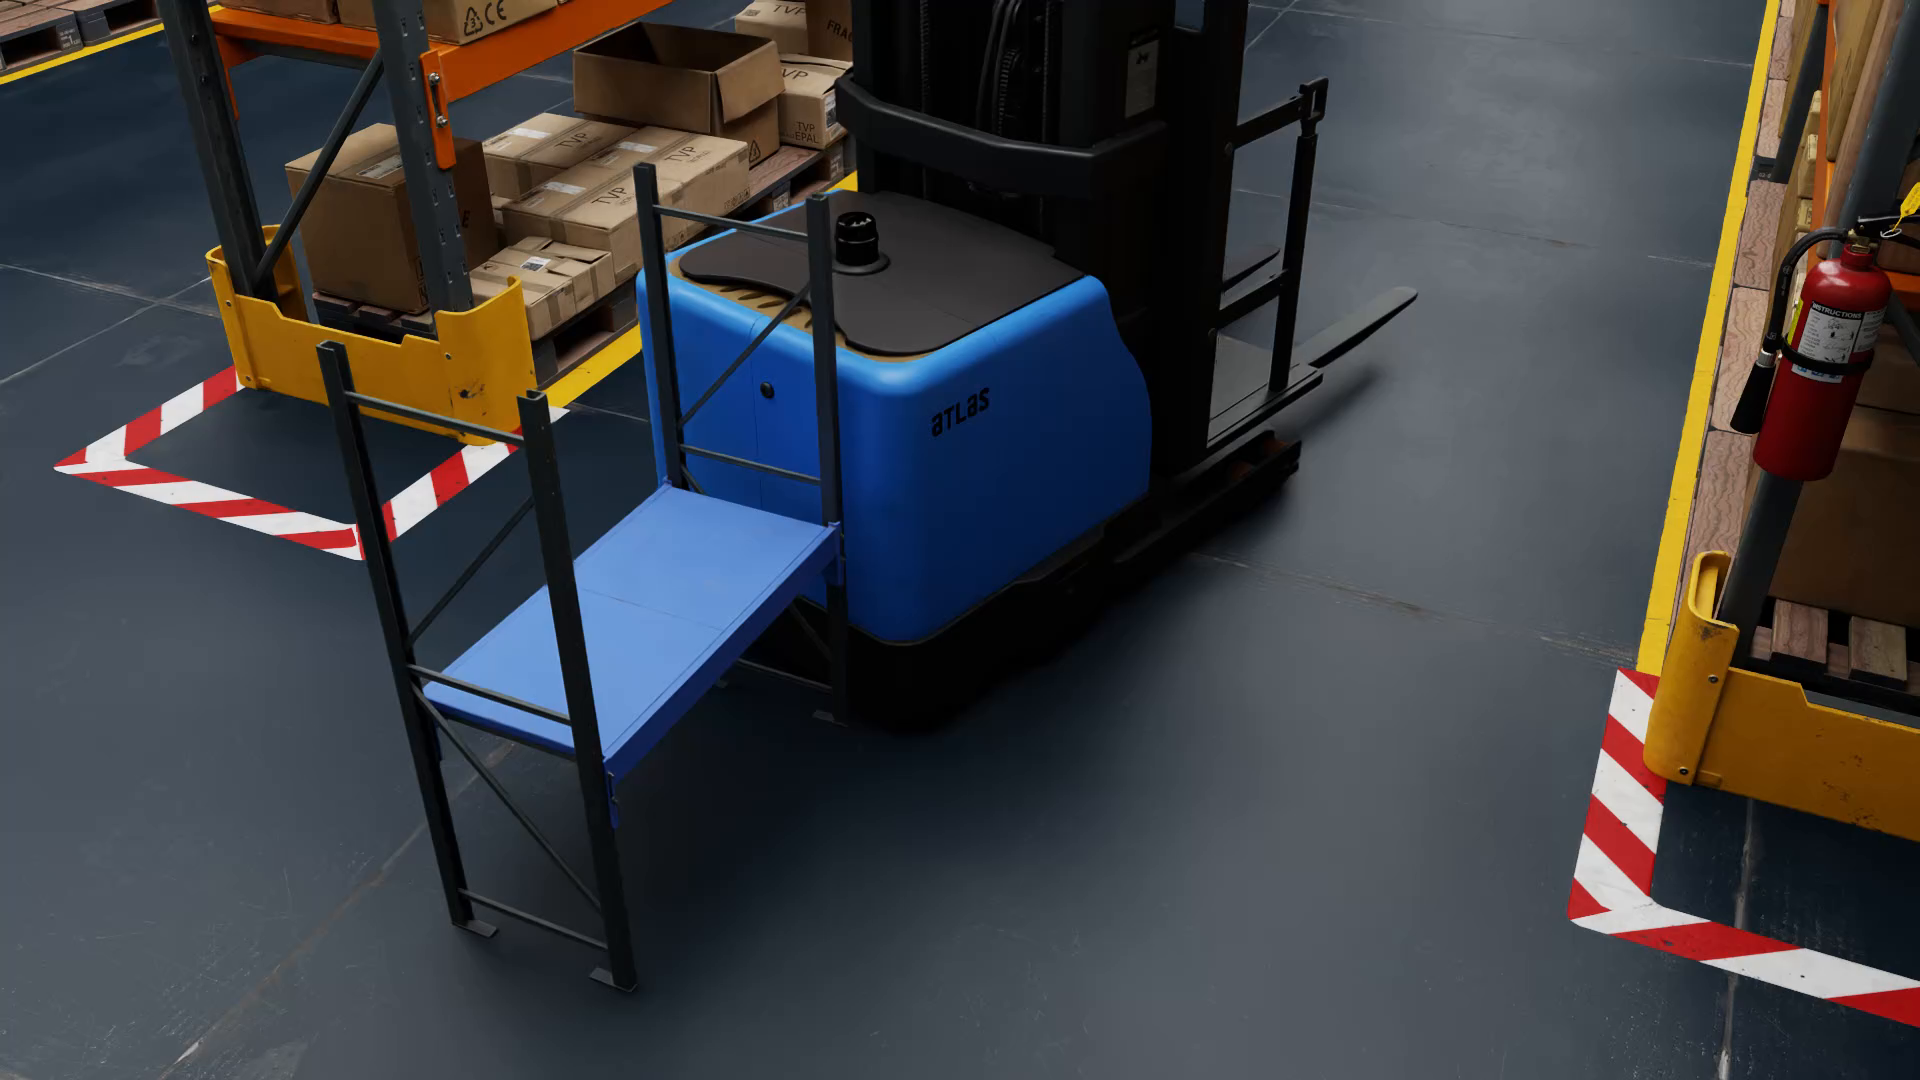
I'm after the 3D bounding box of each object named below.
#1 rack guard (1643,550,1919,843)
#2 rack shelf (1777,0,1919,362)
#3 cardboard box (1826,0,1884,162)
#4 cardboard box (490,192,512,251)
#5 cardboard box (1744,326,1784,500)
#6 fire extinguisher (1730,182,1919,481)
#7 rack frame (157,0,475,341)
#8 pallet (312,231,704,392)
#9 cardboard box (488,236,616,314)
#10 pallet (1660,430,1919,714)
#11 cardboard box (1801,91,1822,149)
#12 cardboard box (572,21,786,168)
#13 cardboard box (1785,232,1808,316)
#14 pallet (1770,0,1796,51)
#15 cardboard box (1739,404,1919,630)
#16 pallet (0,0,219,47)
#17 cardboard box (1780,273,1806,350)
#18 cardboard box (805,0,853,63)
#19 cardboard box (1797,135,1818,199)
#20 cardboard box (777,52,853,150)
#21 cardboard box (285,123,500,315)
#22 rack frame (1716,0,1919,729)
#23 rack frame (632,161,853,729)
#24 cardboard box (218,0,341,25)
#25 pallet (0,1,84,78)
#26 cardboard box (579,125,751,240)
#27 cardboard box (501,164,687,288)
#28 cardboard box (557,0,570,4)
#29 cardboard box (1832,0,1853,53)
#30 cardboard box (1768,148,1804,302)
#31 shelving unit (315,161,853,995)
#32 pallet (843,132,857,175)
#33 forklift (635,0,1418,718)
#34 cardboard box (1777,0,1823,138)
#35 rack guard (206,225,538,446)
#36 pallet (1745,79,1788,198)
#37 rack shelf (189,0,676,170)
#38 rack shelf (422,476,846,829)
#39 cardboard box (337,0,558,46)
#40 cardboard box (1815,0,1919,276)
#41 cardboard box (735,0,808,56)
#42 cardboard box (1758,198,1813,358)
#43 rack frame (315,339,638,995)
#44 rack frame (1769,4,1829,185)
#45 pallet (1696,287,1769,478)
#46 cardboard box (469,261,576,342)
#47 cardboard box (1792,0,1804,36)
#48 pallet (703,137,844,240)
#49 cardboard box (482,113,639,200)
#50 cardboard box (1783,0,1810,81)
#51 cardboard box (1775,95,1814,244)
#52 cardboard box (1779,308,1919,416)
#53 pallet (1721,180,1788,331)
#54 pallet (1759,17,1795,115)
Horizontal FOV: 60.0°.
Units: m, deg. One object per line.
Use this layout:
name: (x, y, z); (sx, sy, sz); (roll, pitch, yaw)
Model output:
rack guard: (2.374, 0.444, 4.117); (1.175, 0.500, 0.348); (14, 36, 20)
rack shelf: (3.221, -1.309, 5.166); (1.077, 0.370, 4.000); (14, 36, 20)
cardboard box: (2.882, -1.360, 4.315); (0.980, 0.700, 0.700); (14, 36, 20)
cardboard box: (-1.862, -1.255, 6.612); (0.380, 0.166, 0.250); (14, 36, 20)
cardboard box: (2.795, -0.364, 4.967); (0.700, 0.500, 0.500); (14, 36, 20)
fire extinguisher: (1.902, -0.456, 3.620); (0.296, 0.674, 0.183); (14, 36, 20)
rack frame: (-2.117, -1.748, 5.180); (1.000, 3.000, 0.127); (14, 36, 20)
pallet: (-1.753, -1.017, 6.608); (1.003, 0.211, 1.213); (14, 36, 20)
cardboard box: (-1.525, -1.001, 6.224); (0.380, 0.166, 0.250); (14, 36, 20)
pallet: (2.647, 0.137, 4.849); (1.003, 0.211, 1.213); (14, 36, 20)
cardboard box: (3.342, -1.529, 6.152); (0.380, 0.149, 0.250); (15, 36, 22)
cardboard box: (-1.225, -1.943, 7.353); (0.797, 0.503, 0.637); (14, 36, 20)
cardboard box: (3.005, -0.615, 5.349); (0.700, 0.500, 0.500); (13, 35, 19)
pallet: (5.333, -3.056, 9.718); (1.003, 0.211, 1.213); (14, 36, 20)
cardboard box: (2.586, -0.115, 4.587); (0.700, 0.500, 0.500); (14, 36, 20)
pallet: (-5.213, -3.337, 10.147); (1.003, 0.211, 1.213); (14, 36, 20)
cardboard box: (2.580, -0.620, 4.765); (0.380, 0.149, 0.250); (15, 36, 22)
cardboard box: (-0.424, -2.530, 8.251); (0.500, 0.500, 0.500); (14, 36, 20)
cardboard box: (3.124, -1.269, 5.755); (0.380, 0.149, 0.250); (13, 35, 19)
cardboard box: (-0.738, -2.077, 7.733); (0.500, 0.311, 0.500); (14, 36, 20)
cardboard box: (-2.113, -1.214, 6.244); (0.500, 0.500, 0.500); (14, 36, 20)
rack frame: (2.384, -0.613, 3.450); (1.000, 3.000, 0.127); (14, 36, 20)
rack frame: (-0.522, -0.184, 4.163); (0.500, 1.500, 0.032); (14, 36, 21)
cardboard box: (-2.177, -2.075, 5.588); (0.500, 0.500, 0.500); (15, 36, 22)
pallet: (-5.722, -2.727, 9.217); (1.003, 0.211, 1.213); (14, 36, 20)
cardboard box: (-1.214, -1.486, 6.887); (0.500, 0.250, 0.500); (14, 36, 20)
cardboard box: (-1.423, -1.237, 6.507); (0.500, 0.250, 0.500); (14, 36, 20)
cardboard box: (-1.481, -2.208, 5.791); (0.500, 0.500, 0.500); (14, 36, 20)
cardboard box: (3.210, -1.738, 4.891); (0.980, 0.700, 0.700); (12, 35, 18)
cardboard box: (3.438, -1.137, 6.146); (0.700, 0.500, 0.500); (14, 36, 20)
shelving unit: (-0.738, 0.068, 3.778); (0.538, 1.500, 1.048); (14, 36, 21)
pallet: (-0.732, -2.232, 8.462); (1.003, 0.211, 1.213); (14, 36, 20)
forklift: (0.475, -1.482, 4.837); (1.130, 2.935, 3.031); (26, 41, 34)
cardboard box: (4.211, -2.236, 7.501); (0.750, 0.750, 0.750); (15, 36, 21)
rack guard: (-2.085, -0.740, 5.923); (1.175, 0.500, 0.348); (14, 36, 20)
pallet: (4.312, -1.841, 7.865); (1.003, 0.211, 1.213); (14, 36, 20)
rack shelf: (-1.280, -2.443, 6.896); (1.077, 0.370, 4.000); (14, 36, 20)
rack shelf: (-0.738, 0.218, 3.877); (0.538, 0.185, 1.000); (14, 36, 21)
cardboard box: (-1.692, -1.950, 5.397); (0.500, 0.500, 0.500); (15, 36, 21)
cardboard box: (2.588, -0.995, 3.758); (0.980, 0.700, 0.700); (16, 36, 23)
cardboard box: (-0.816, -2.640, 8.592); (0.500, 0.311, 0.500); (14, 36, 20)
cardboard box: (3.221, -0.882, 5.757); (0.700, 0.500, 0.500); (15, 36, 22)
rack frame: (-0.954, 0.320, 3.394); (0.500, 1.500, 0.032); (14, 36, 21)
rack frame: (4.057, -2.605, 6.488); (1.000, 3.000, 0.127); (14, 36, 20)
pallet: (3.159, -0.469, 5.772); (1.003, 0.211, 1.213); (14, 36, 20)
cardboard box: (-1.630, -0.869, 6.039); (0.380, 0.149, 0.250); (14, 36, 20)
cardboard box: (4.932, -3.103, 8.825); (0.750, 0.750, 0.750); (14, 36, 20)
pallet: (-1.241, -1.622, 7.532); (1.003, 0.211, 1.213); (14, 36, 20)
cardboard box: (-1.689, -1.576, 7.024); (0.500, 0.250, 0.500); (14, 36, 20)
cardboard box: (4.580, -2.679, 8.178); (0.750, 0.750, 0.750); (15, 36, 22)
cardboard box: (3.651, -1.387, 6.526); (0.700, 0.500, 0.500); (15, 36, 21)
cardboard box: (2.474, -0.492, 4.570); (0.380, 0.149, 0.250); (14, 36, 20)
pallet: (3.668, -1.079, 6.702); (1.003, 0.211, 1.213); (14, 36, 20)
pallet: (4.821, -2.451, 8.795); (1.003, 0.211, 1.213); (14, 36, 20)
